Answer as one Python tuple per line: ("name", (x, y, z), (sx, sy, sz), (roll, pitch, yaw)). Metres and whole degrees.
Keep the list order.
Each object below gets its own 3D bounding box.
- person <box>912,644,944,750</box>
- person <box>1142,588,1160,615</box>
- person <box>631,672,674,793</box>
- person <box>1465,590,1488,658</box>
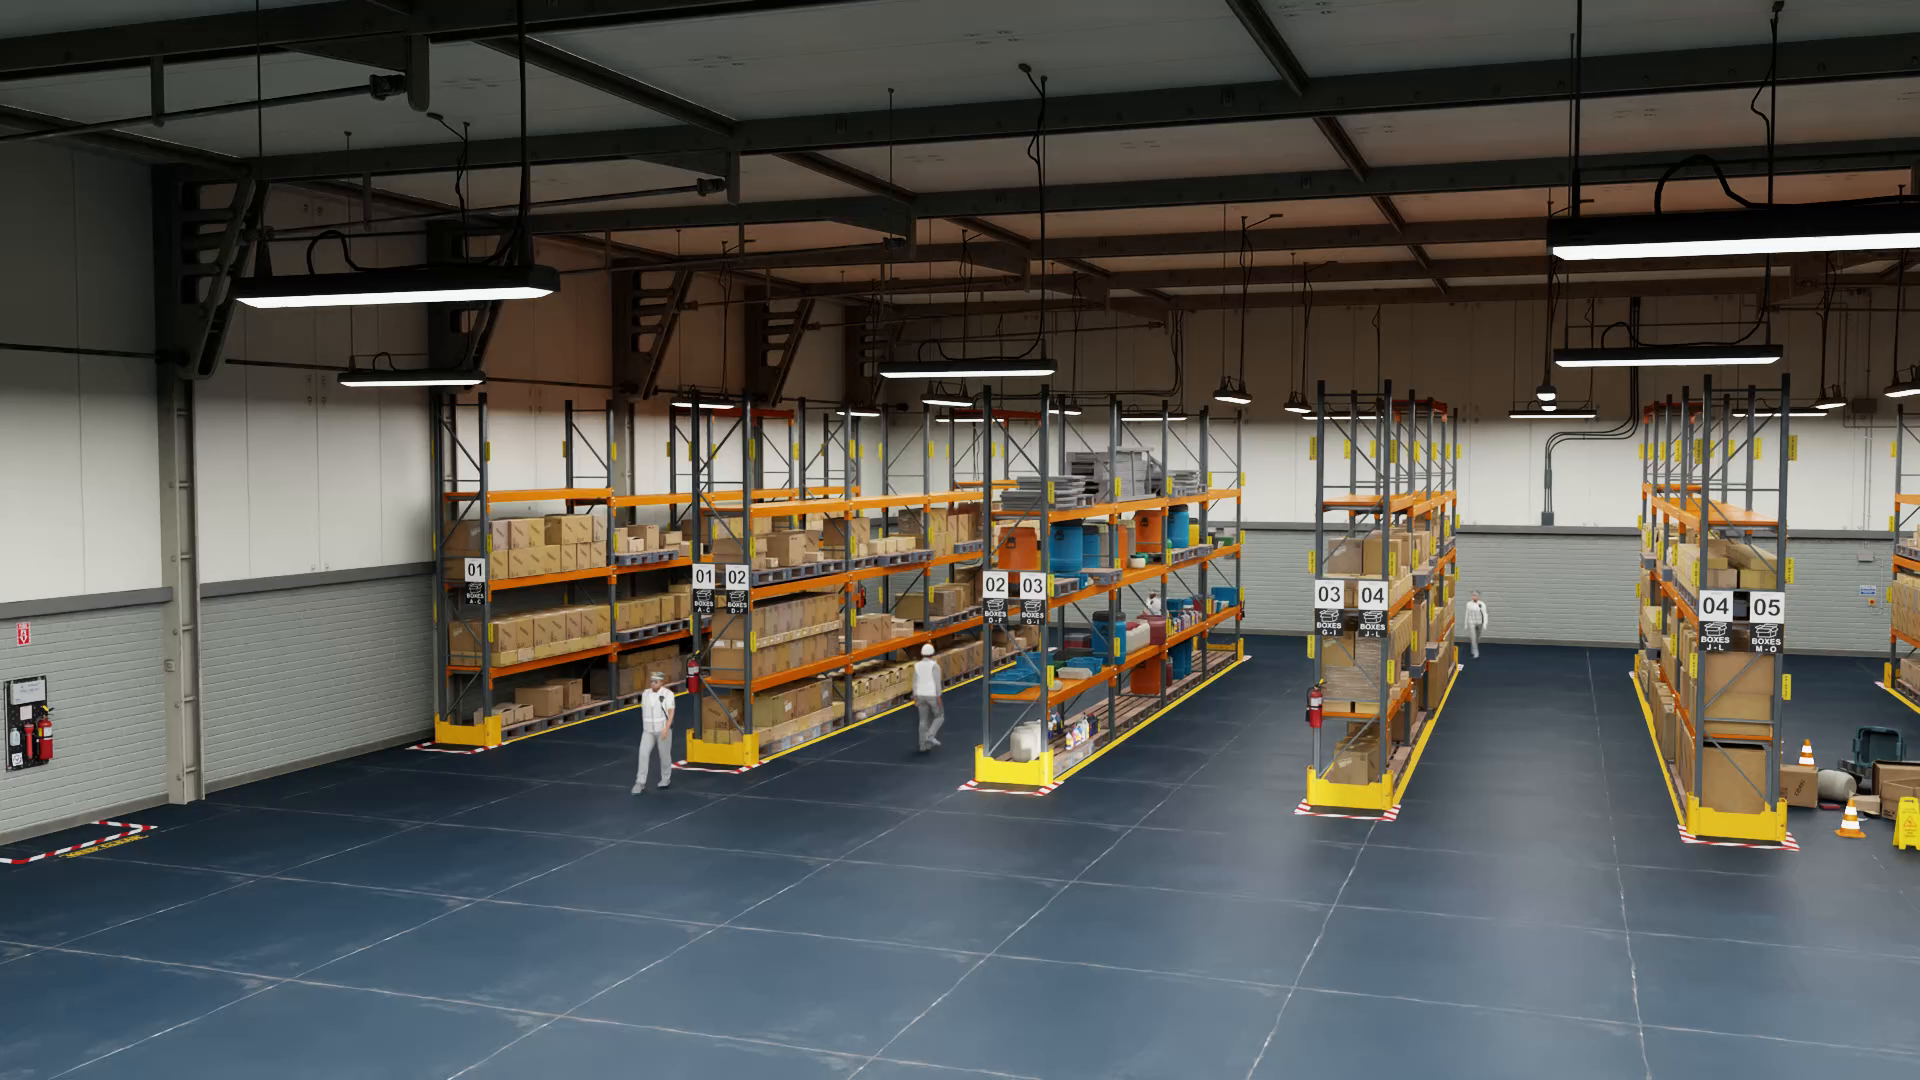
("person", (-0.551, 2.626, 27.902), (0.570, 1.763, 0.478), (2, 3, 30))
("person", (4.717, 1.993, 40.829), (0.867, 1.630, 0.474), (-3, 4, -40))
("person", (-4.498, 2.807, 24.516), (0.546, 1.736, 0.846), (0, 3, 6))
("person", (12.544, 2.019, 40.325), (0.459, 1.618, 1.047), (0, 3, 1))
